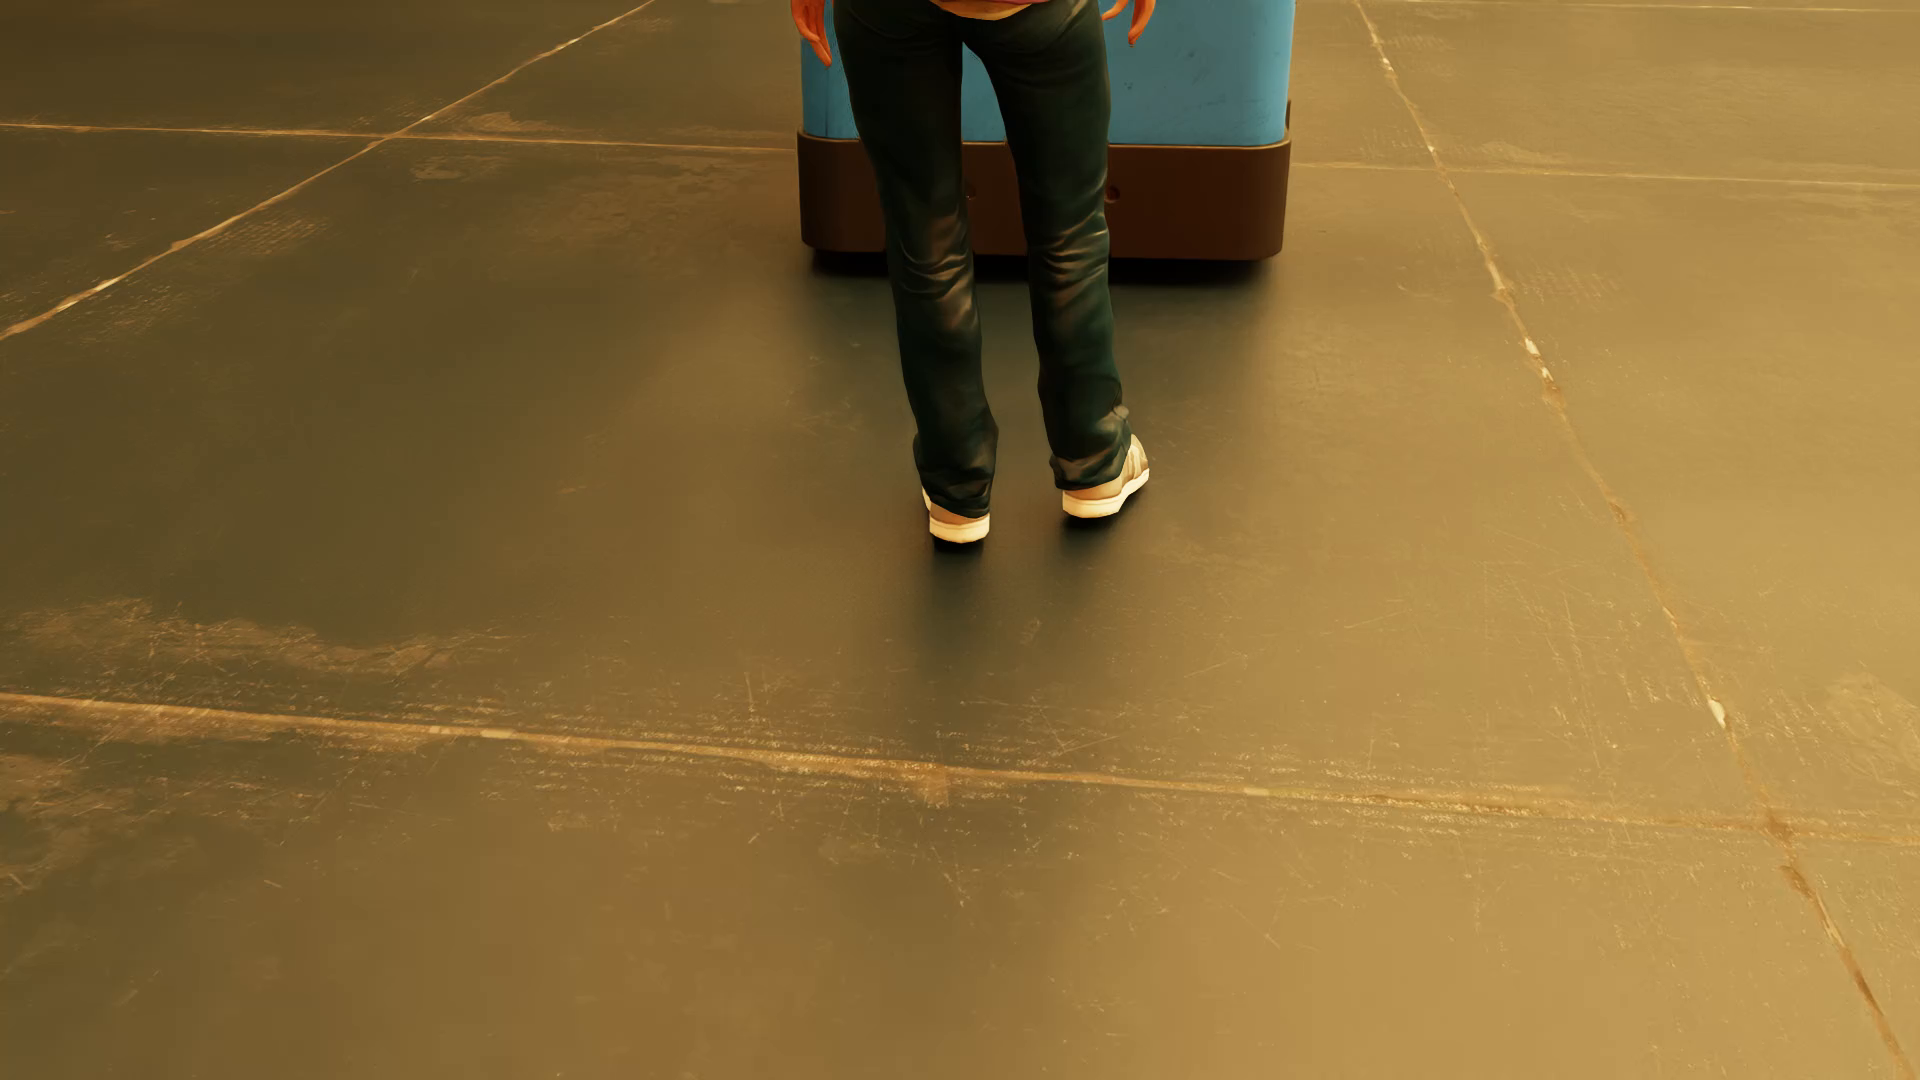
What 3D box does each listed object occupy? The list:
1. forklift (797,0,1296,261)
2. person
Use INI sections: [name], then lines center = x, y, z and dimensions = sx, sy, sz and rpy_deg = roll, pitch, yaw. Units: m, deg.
[forklift]
center = 0.283, -2.526, 4.281
dimensions = 1.130, 2.935, 3.031
rpy_deg = 2, 27, 4
[person]
center = 0.023, -0.744, 2.208
dimensions = 0.520, 1.578, 0.475
rpy_deg = 3, 27, 7
